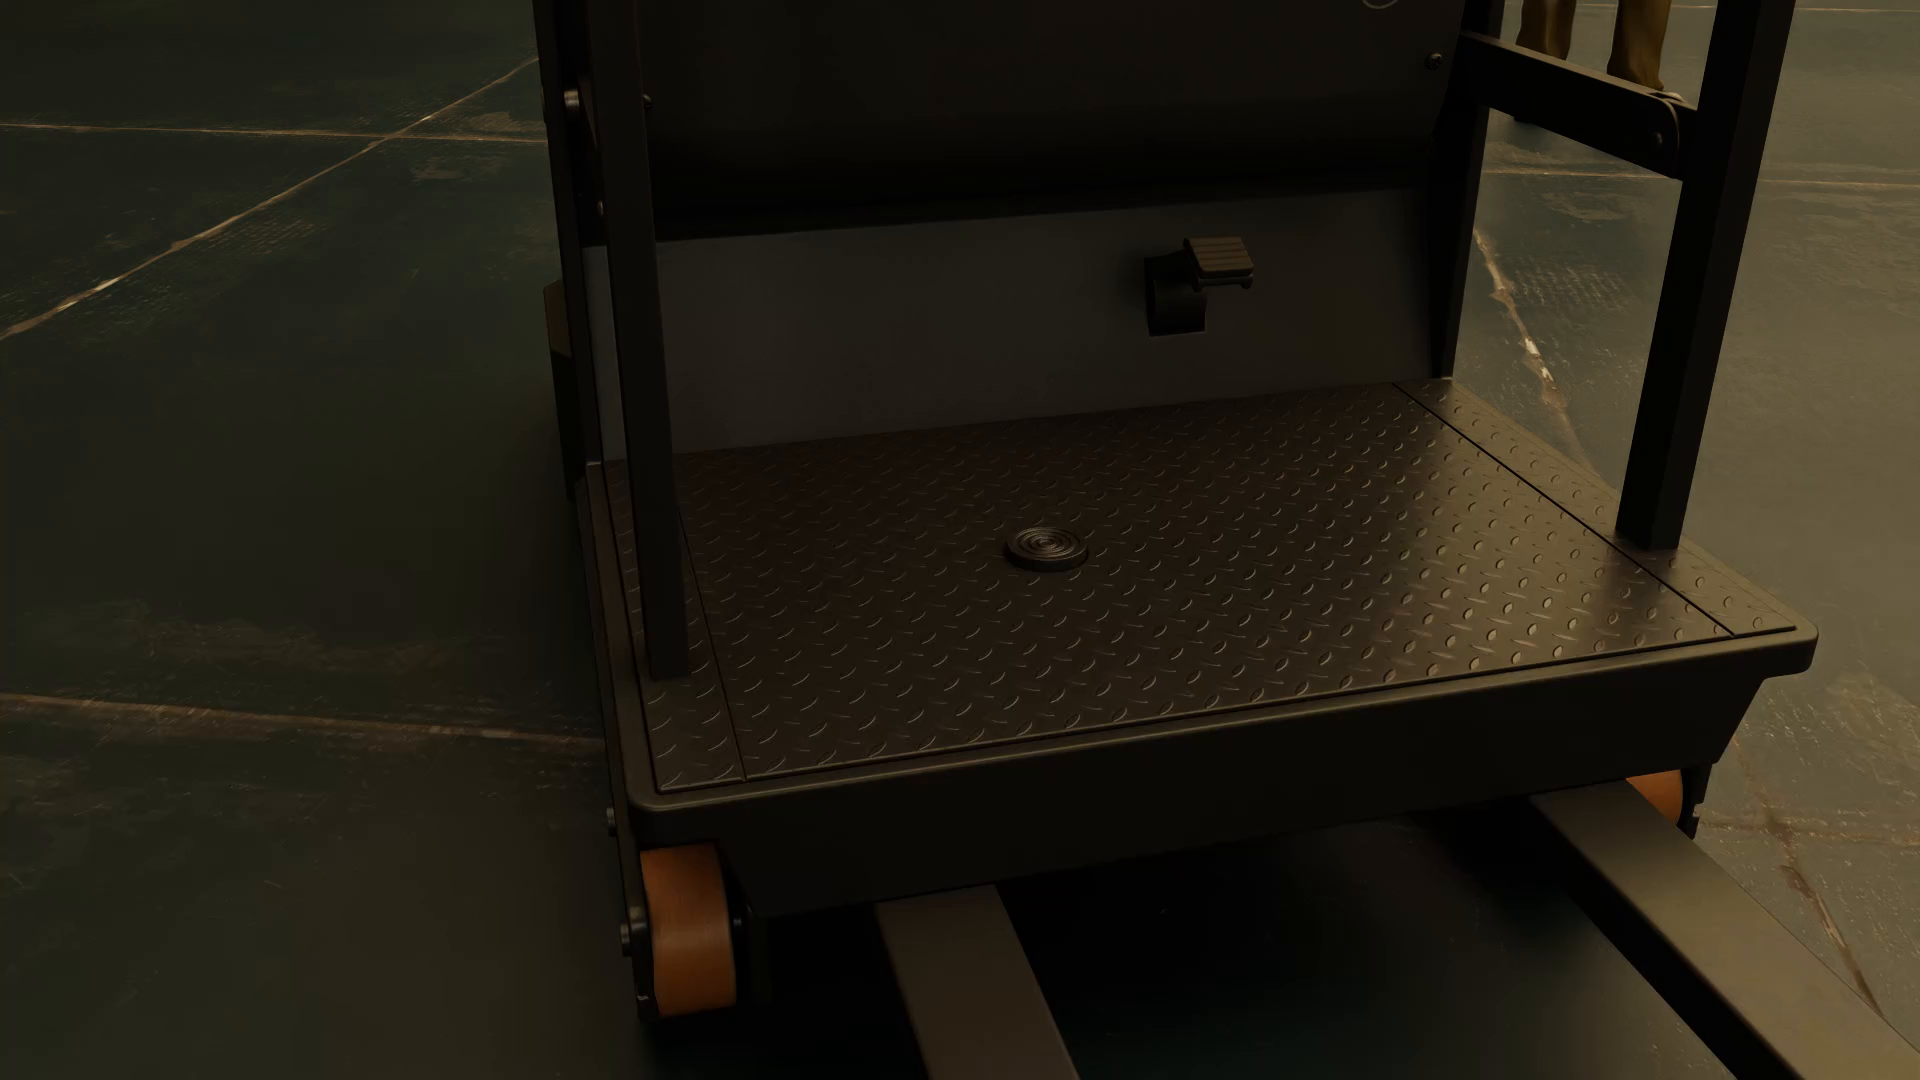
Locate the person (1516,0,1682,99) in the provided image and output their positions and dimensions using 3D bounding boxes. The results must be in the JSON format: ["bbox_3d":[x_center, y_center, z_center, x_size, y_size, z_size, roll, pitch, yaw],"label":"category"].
[{"bbox_3d":[1.879,-2.088,4.699,0.643,1.774,0.420,17,31,30],"label":"person"}]

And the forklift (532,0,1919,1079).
[{"bbox_3d":[0.153,-1.049,1.319,1.130,2.935,3.031,-7,27,-13],"label":"forklift"}]
